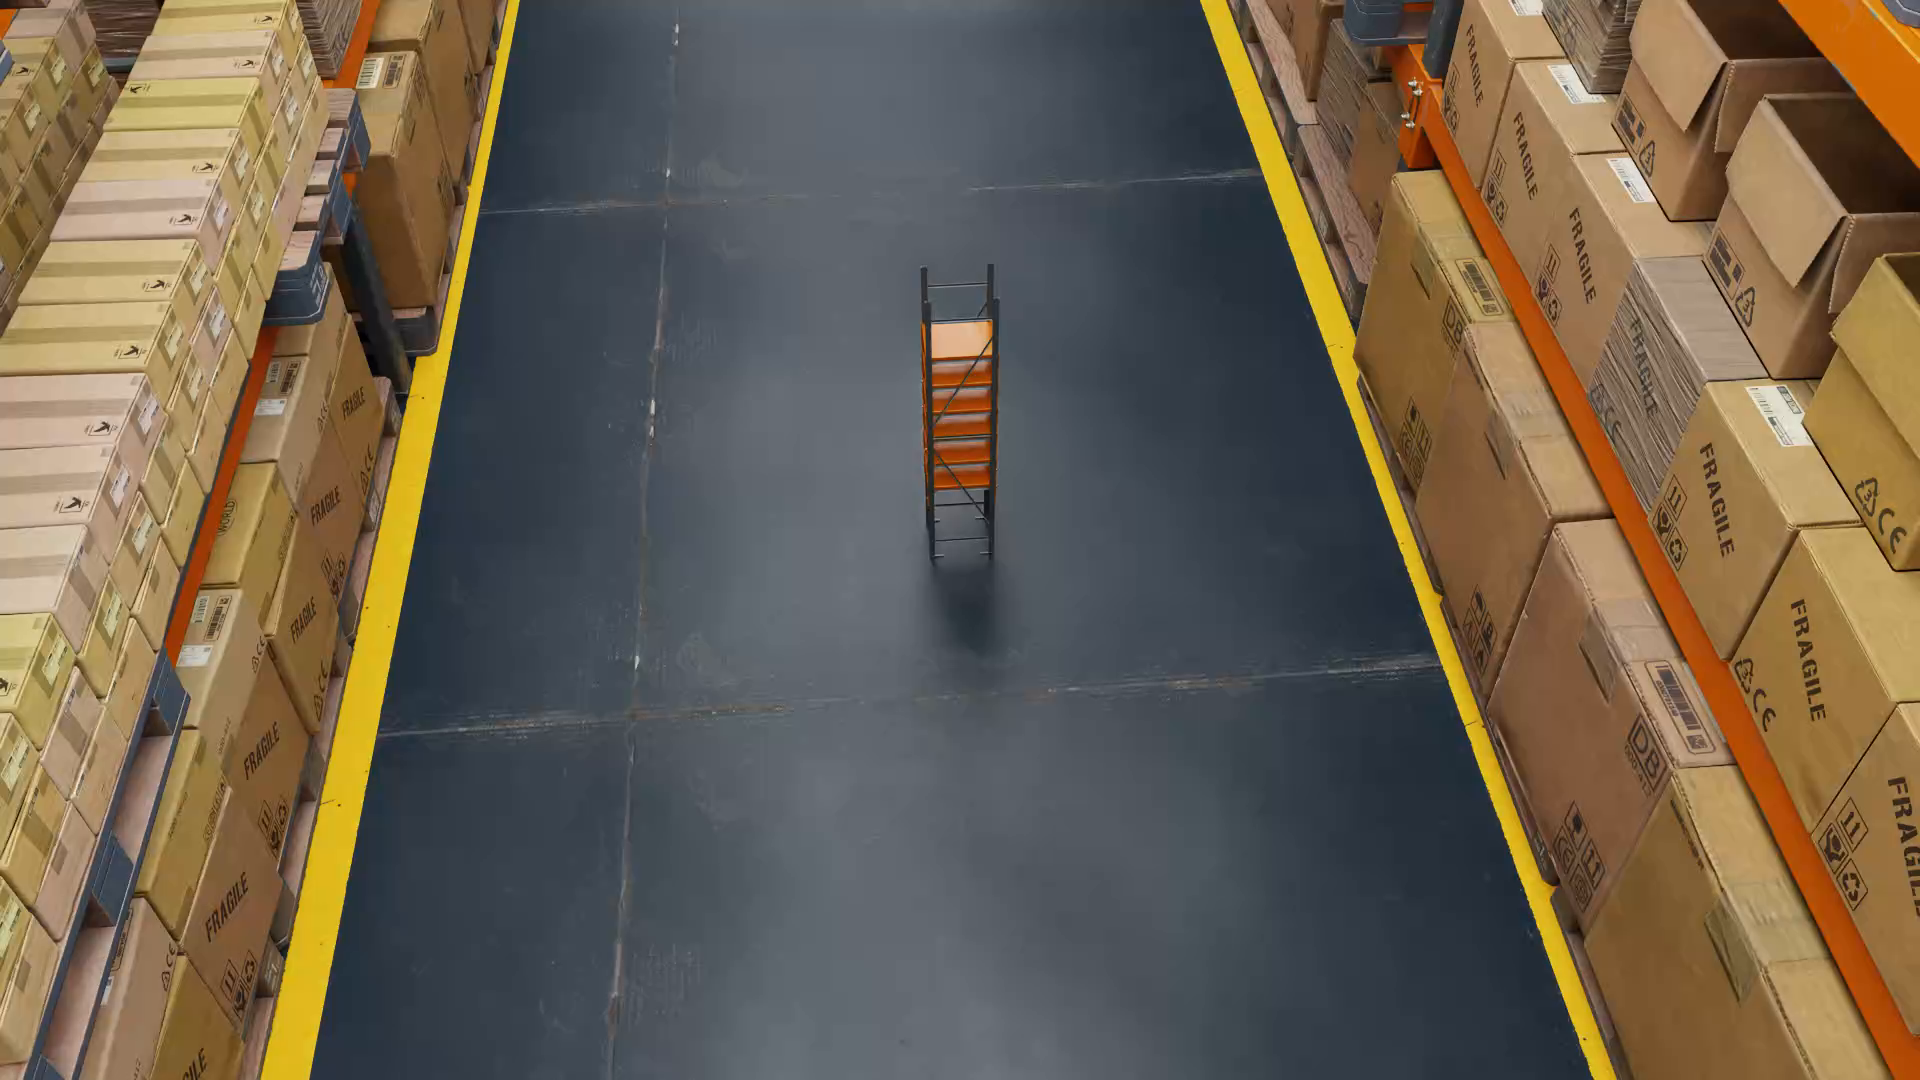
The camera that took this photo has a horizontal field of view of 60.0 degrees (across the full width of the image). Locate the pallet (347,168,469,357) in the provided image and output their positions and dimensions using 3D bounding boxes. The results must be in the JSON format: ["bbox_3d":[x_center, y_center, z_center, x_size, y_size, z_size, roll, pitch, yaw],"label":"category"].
[{"bbox_3d":[-2.751,-1.251,7.290,1.003,0.211,1.213,-3,47,-3],"label":"pallet"}]

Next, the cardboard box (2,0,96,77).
[{"bbox_3d":[-2.914,-1.548,5.125,0.380,0.149,0.250,-3,47,-3],"label":"cardboard box"}]

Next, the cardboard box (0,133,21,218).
[{"bbox_3d":[-2.851,-0.988,4.594,0.380,0.149,0.250,-5,47,-5],"label":"cardboard box"}]

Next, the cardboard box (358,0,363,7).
[{"bbox_3d":[-2.574,-2.378,6.368,0.500,0.500,0.500,-4,47,-4],"label":"cardboard box"}]

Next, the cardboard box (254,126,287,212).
[{"bbox_3d":[-2.216,-1.082,4.888,0.380,0.149,0.250,-2,47,-2],"label":"cardboard box"}]

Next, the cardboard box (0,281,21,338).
[{"bbox_3d":[-2.829,-0.580,4.617,0.380,0.149,0.250,-2,47,-2],"label":"cardboard box"}]

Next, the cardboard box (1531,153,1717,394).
[{"bbox_3d":[2.053,-0.786,4.860,0.500,0.500,0.500,-4,47,-4],"label":"cardboard box"}]

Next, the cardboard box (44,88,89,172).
[{"bbox_3d":[-2.894,-1.237,5.035,0.380,0.149,0.250,-1,47,-1],"label":"cardboard box"}]

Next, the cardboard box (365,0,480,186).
[{"bbox_3d":[-2.797,-2.084,7.418,1.050,0.750,0.750,-3,47,-3],"label":"cardboard box"}]

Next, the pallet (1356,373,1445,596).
[{"bbox_3d":[2.182,-0.330,6.417,1.003,0.211,1.213,-3,47,-3],"label":"pallet"}]

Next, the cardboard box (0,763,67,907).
[{"bbox_3d":[-2.023,0.598,3.296,0.380,0.149,0.250,-4,47,-4],"label":"cardboard box"}]

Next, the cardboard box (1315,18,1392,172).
[{"bbox_3d":[2.056,-2.039,7.534,0.700,0.500,0.500,-7,47,-7],"label":"cardboard box"}]

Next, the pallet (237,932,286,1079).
[{"bbox_3d":[-2.491,1.655,4.538,1.003,0.211,1.213,-3,47,-3],"label":"pallet"}]

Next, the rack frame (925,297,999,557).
[{"bbox_3d":[0.006,-0.357,5.762,0.240,1.200,0.006,-3,47,-3],"label":"rack frame"}]

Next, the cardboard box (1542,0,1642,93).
[{"bbox_3d":[2.236,-1.713,5.046,0.797,0.503,0.637,-2,47,-2],"label":"cardboard box"}]

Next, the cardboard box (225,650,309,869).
[{"bbox_3d":[-2.326,0.662,4.989,0.500,0.500,0.500,-3,47,-3],"label":"cardboard box"}]

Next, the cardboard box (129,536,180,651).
[{"bbox_3d":[-2.087,0.141,3.935,0.380,0.149,0.250,-5,47,-5],"label":"cardboard box"}]

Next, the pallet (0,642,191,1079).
[{"bbox_3d":[-2.344,0.763,3.593,1.003,0.211,1.213,-3,47,-3],"label":"pallet"}]

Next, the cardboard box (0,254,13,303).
[{"bbox_3d":[-2.827,-0.682,4.509,0.380,0.149,0.250,-3,47,-3],"label":"cardboard box"}]

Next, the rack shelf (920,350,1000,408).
[{"bbox_3d":[-0.001,-0.558,5.682,0.258,0.103,0.180,-3,47,-3],"label":"rack shelf"}]

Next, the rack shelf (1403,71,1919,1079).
[{"bbox_3d":[2.359,-0.169,4.840,1.077,0.370,4.000,-3,47,-3],"label":"rack shelf"}]

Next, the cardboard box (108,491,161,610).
[{"bbox_3d":[-2.092,0.028,3.836,0.380,0.149,0.250,-2,47,-2],"label":"cardboard box"}]

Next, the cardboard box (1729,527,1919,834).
[{"bbox_3d":[2.180,0.316,3.816,0.500,0.500,0.500,-2,47,-2],"label":"cardboard box"}]

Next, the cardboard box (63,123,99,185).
[{"bbox_3d":[-2.901,-1.163,5.169,0.380,0.149,0.250,-1,47,-1],"label":"cardboard box"}]

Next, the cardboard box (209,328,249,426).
[{"bbox_3d":[-2.158,-0.436,4.481,0.380,0.149,0.250,-2,47,-2],"label":"cardboard box"}]

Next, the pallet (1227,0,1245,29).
[{"bbox_3d":[1.923,-3.235,9.169,1.003,0.211,1.213,-3,47,-3],"label":"pallet"}]

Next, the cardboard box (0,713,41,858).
[{"bbox_3d":[-2.029,0.482,3.202,0.380,0.149,0.250,-2,47,-2],"label":"cardboard box"}]

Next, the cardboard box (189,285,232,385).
[{"bbox_3d":[-2.154,-0.533,4.367,0.380,0.149,0.250,-2,47,-2],"label":"cardboard box"}]

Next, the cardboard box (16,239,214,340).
[{"bbox_3d":[-2.156,-0.635,4.260,0.380,0.149,0.250,-1,47,-1],"label":"cardboard box"}]

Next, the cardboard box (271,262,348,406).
[{"bbox_3d":[-2.441,-0.699,5.762,0.500,0.250,0.500,-4,47,-4],"label":"cardboard box"}]

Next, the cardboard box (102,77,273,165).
[{"bbox_3d":[-2.221,-1.200,4.794,0.380,0.149,0.250,-2,47,-2],"label":"cardboard box"}]

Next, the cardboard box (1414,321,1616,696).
[{"bbox_3d":[2.295,-0.131,5.483,1.225,0.875,0.875,-3,47,-3],"label":"cardboard box"}]

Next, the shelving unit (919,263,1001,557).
[{"bbox_3d":[-0.001,-0.423,5.824,0.258,1.200,0.189,-3,47,-3],"label":"shelving unit"}]

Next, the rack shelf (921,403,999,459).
[{"bbox_3d":[-0.001,-0.392,5.857,0.258,0.103,0.180,-3,47,-3],"label":"rack shelf"}]

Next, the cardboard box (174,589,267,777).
[{"bbox_3d":[-2.309,0.411,4.711,0.500,0.250,0.500,-2,47,-2],"label":"cardboard box"}]

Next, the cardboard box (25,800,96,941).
[{"bbox_3d":[-2.028,0.688,3.417,0.380,0.149,0.250,-3,47,-3],"label":"cardboard box"}]

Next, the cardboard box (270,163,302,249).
[{"bbox_3d":[-2.219,-0.998,5.013,0.380,0.149,0.250,-3,47,-3],"label":"cardboard box"}]

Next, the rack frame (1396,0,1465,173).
[{"bbox_3d":[2.191,-1.863,5.949,1.000,3.000,0.127,-3,47,-3],"label":"rack frame"}]

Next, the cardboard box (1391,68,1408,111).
[{"bbox_3d":[2.105,-1.896,6.882,0.500,0.250,0.500,-2,47,-2],"label":"cardboard box"}]

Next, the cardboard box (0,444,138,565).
[{"bbox_3d":[-2.088,-0.070,3.724,0.380,0.149,0.250,-4,47,-4],"label":"cardboard box"}]

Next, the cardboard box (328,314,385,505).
[{"bbox_3d":[-2.444,-0.460,6.052,0.500,0.500,0.500,-4,47,-3],"label":"cardboard box"}]

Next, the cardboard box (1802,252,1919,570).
[{"bbox_3d":[2.419,-0.308,3.716,0.797,0.503,0.637,-3,47,-3],"label":"cardboard box"}]
